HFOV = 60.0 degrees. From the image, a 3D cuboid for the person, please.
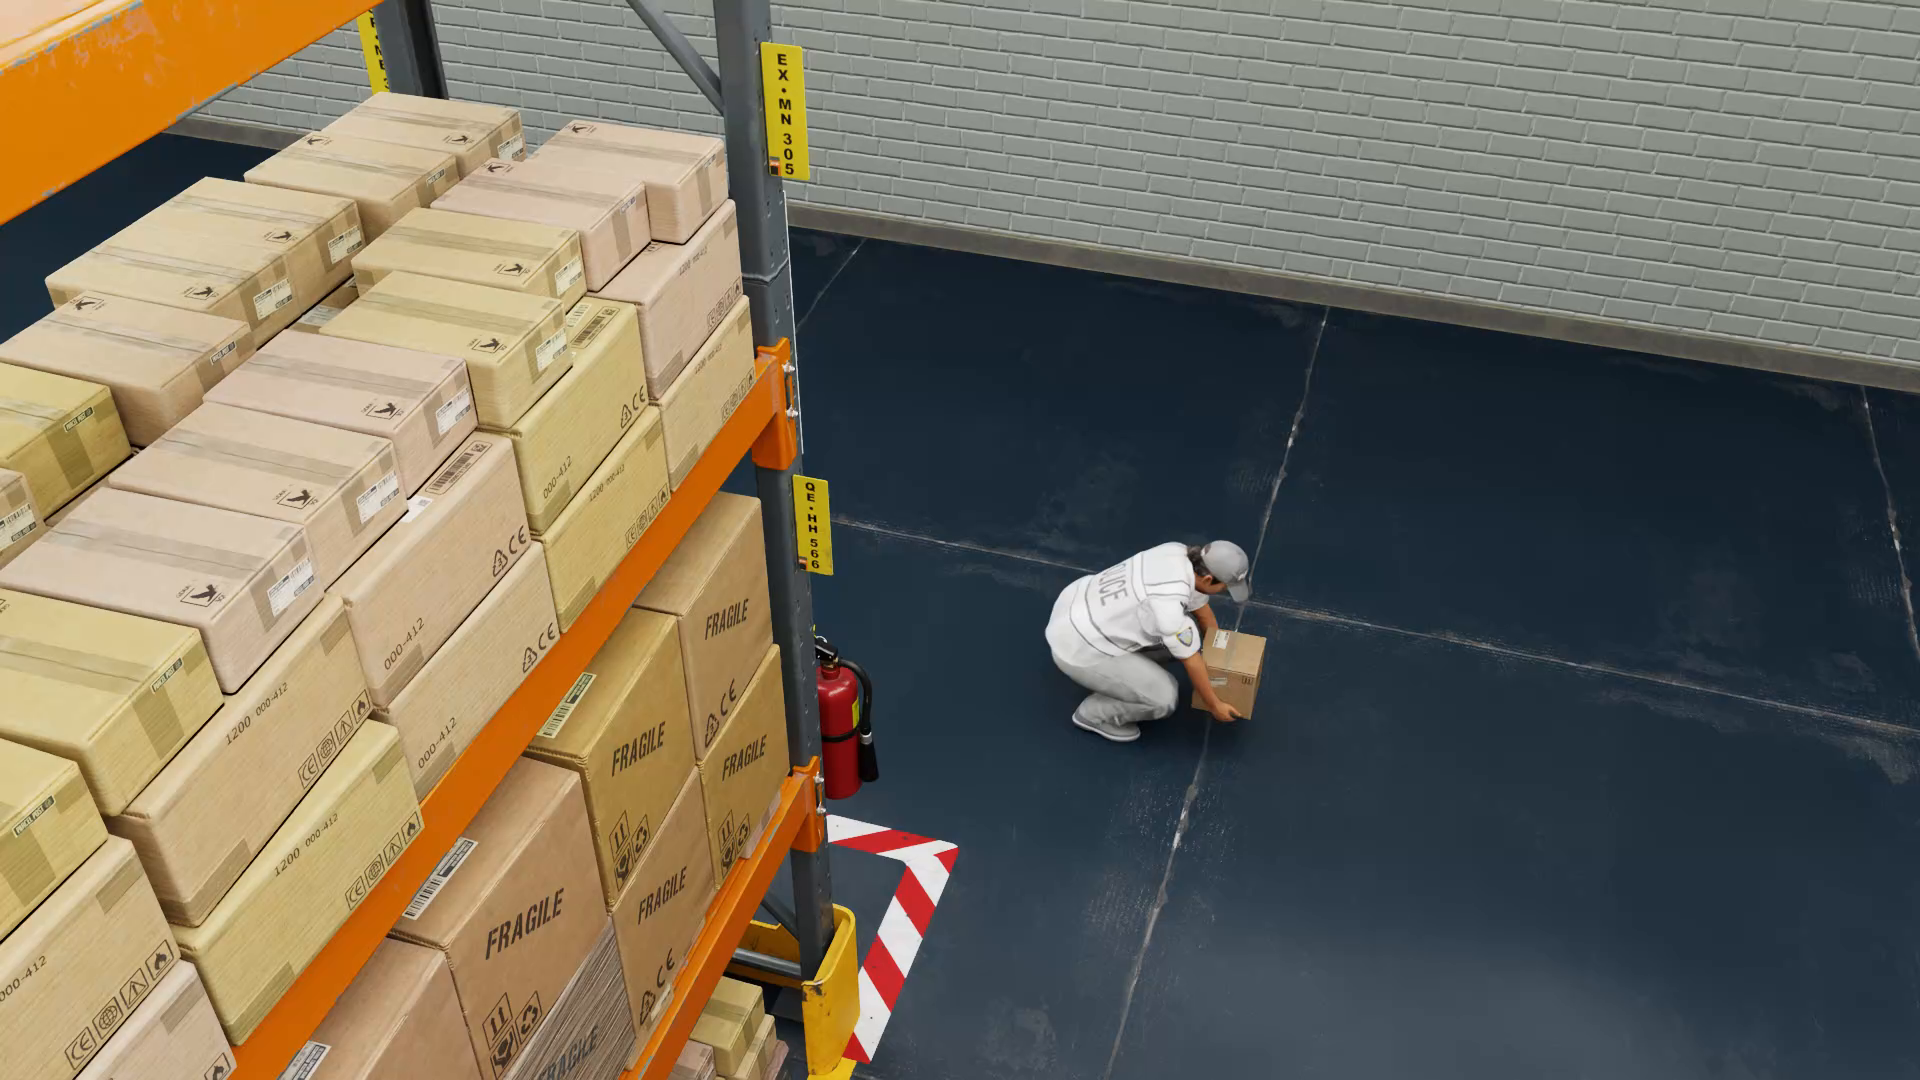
[{"bbox_3d":[0.803,0.383,6.988,0.865,0.953,0.517,10,38,13],"label":"person"}]
